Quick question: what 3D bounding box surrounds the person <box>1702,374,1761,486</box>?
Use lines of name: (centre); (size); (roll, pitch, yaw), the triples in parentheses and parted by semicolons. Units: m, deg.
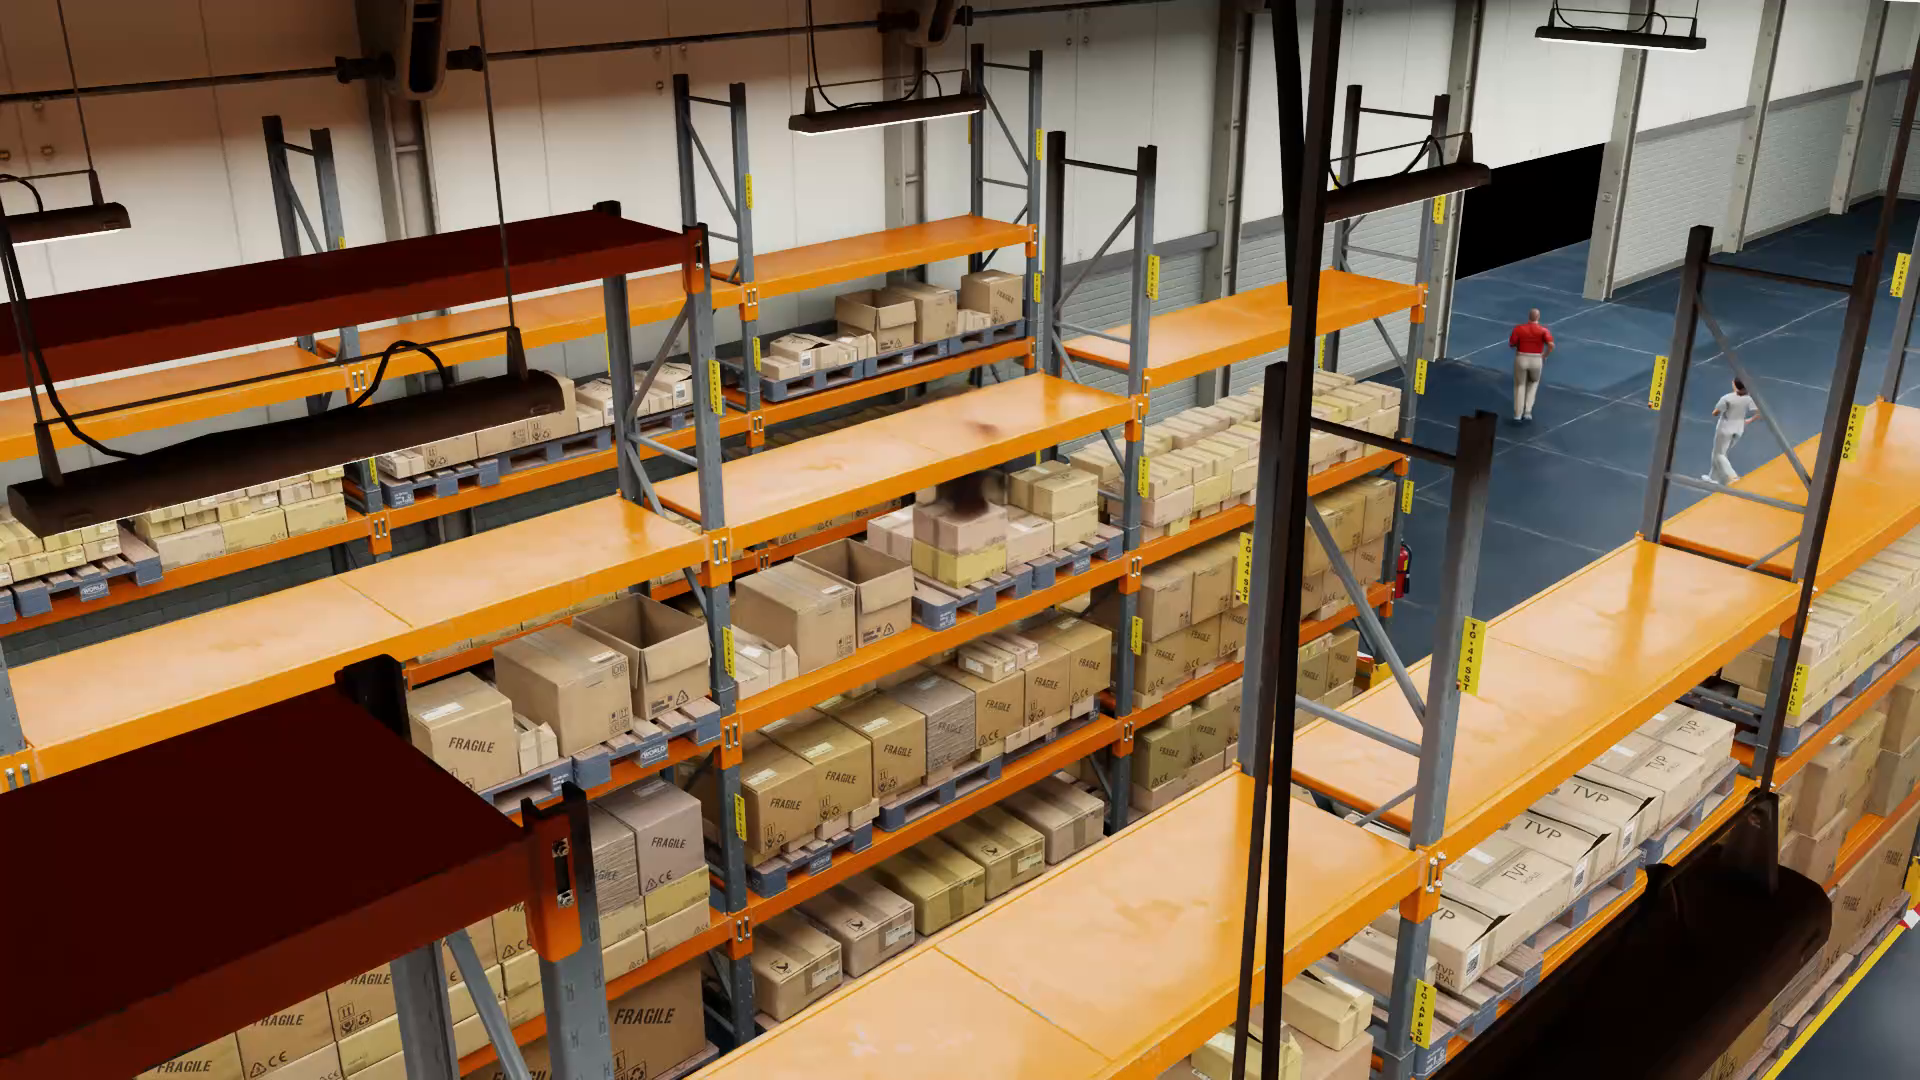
person: (10.253, -1.428, 22.114); (0.574, 1.645, 0.929); (-2, 23, -6)

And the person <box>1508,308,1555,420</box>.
person: (8.527, -2.613, 24.966); (0.637, 1.788, 0.725); (6, 23, 14)
